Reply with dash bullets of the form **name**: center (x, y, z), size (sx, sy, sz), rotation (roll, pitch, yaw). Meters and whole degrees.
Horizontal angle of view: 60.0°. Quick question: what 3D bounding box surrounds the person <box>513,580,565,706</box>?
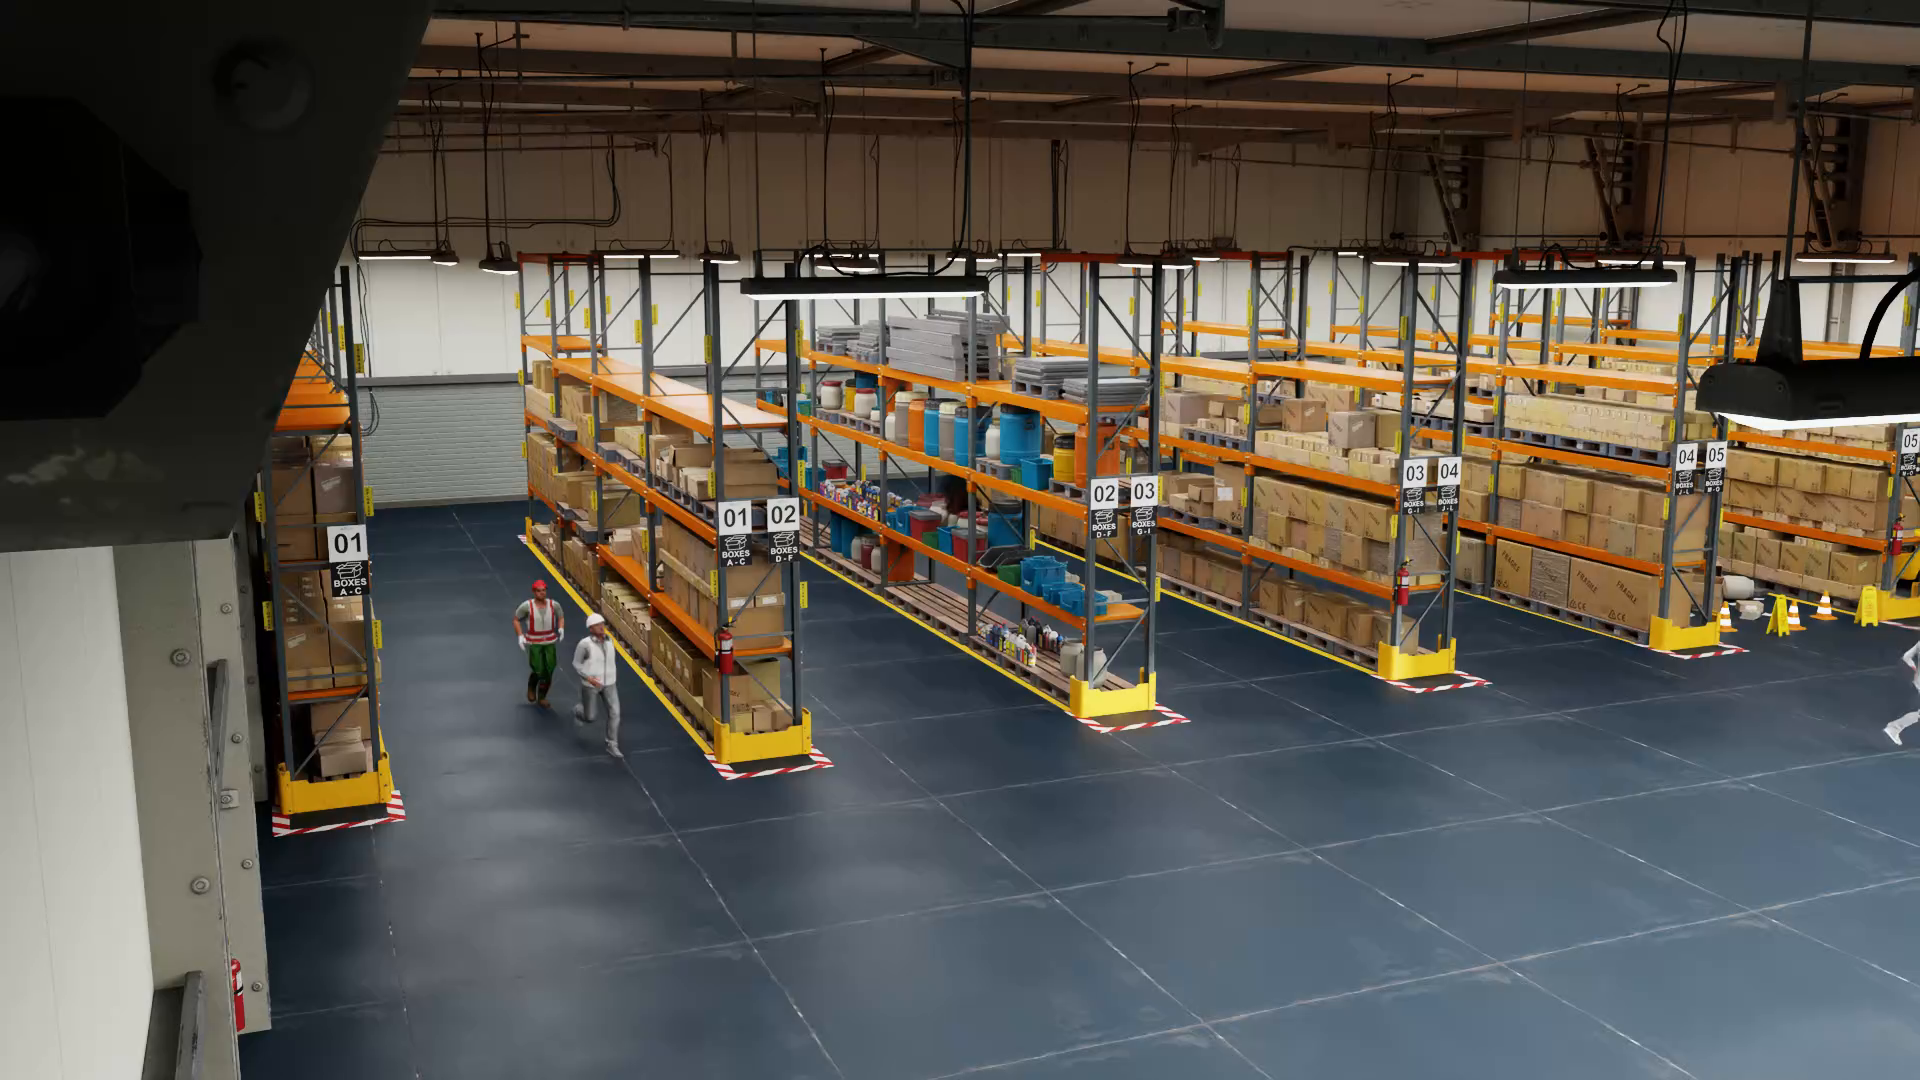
- **person**: center (-5.646, 1.400, 22.516), size (0.668, 1.749, 0.583), rotation (-6, 12, -31)

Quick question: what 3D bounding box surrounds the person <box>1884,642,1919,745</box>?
- **person**: center (11.939, 1.825, 20.573), size (0.879, 1.586, 0.544), rotation (2, 11, 10)

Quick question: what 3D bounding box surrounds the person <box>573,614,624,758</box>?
- **person**: center (-4.504, 1.774, 20.648), size (0.643, 1.759, 0.996), rotation (-8, 13, -37)
